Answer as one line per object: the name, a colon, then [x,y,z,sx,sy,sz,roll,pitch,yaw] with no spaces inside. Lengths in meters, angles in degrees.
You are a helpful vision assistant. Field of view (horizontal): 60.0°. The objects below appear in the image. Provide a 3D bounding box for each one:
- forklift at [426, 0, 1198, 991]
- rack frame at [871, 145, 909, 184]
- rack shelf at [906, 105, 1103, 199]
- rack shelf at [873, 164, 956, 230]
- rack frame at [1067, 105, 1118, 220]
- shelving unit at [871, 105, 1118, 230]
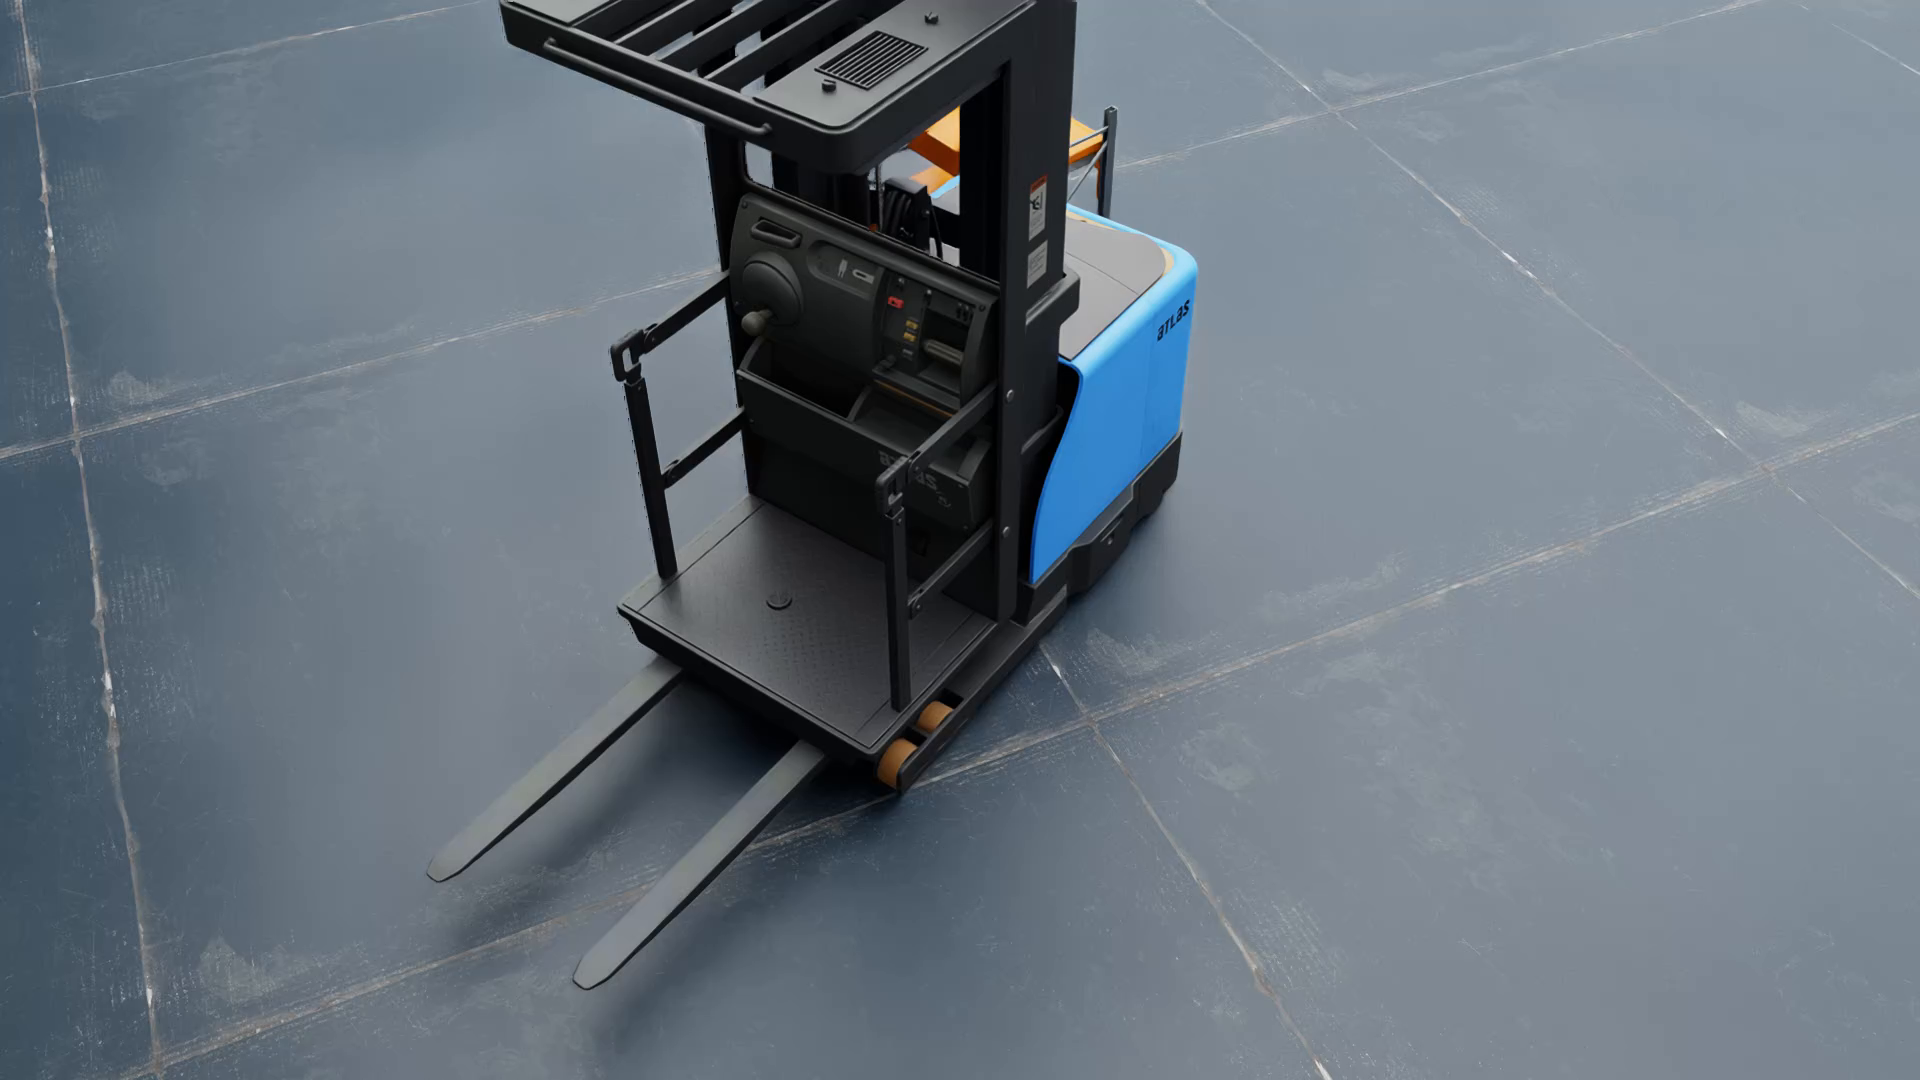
forklift: [-0.432,-0.622,4.794,1.130,2.935,3.031,27,51,25]
rack frame: [-0.260,-1.675,7.147,0.500,1.125,0.032,-31,52,-27]
rack shelf: [0.070,-1.612,6.666,0.538,0.278,1.000,-31,52,-27]
rack shelf: [0.070,-1.230,7.043,0.538,0.278,1.000,-31,52,-27]
rack frame: [0.400,-1.132,6.596,0.500,1.125,0.032,-31,52,-27]
shelving unit: [0.070,-1.404,6.872,0.538,1.125,1.048,-31,52,-27]
